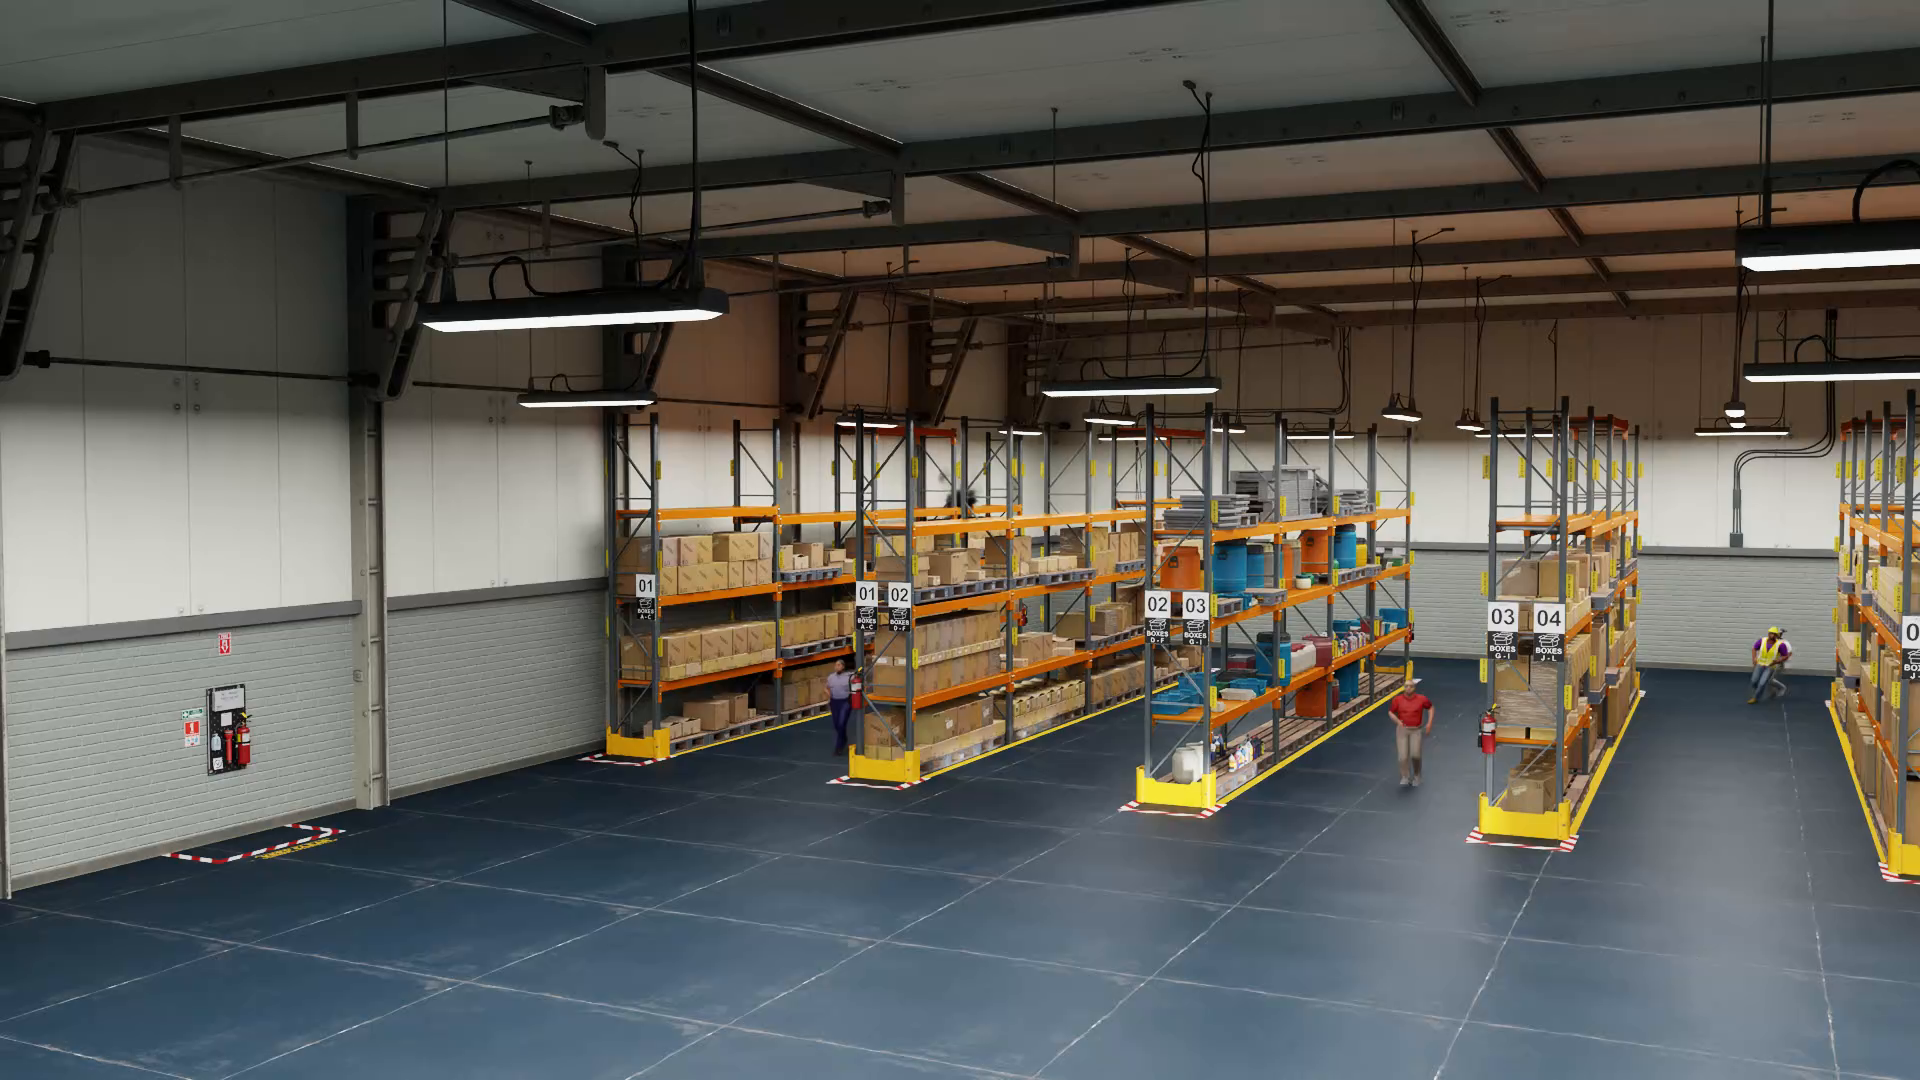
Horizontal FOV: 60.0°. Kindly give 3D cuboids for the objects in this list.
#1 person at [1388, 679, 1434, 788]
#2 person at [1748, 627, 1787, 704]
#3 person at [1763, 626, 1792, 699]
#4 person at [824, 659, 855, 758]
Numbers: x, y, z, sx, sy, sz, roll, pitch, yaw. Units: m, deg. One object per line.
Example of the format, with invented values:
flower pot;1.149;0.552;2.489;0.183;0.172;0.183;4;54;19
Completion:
person;7.090;3.058;26.165;0.689;1.727;0.666;1;3;18
person;17.244;2.676;35.497;0.761;1.666;0.596;2;3;39
person;17.737;2.684;36.176;0.507;1.613;0.579;0;2;-9
person;-2.113;2.946;29.392;0.614;1.679;0.898;1;3;19
